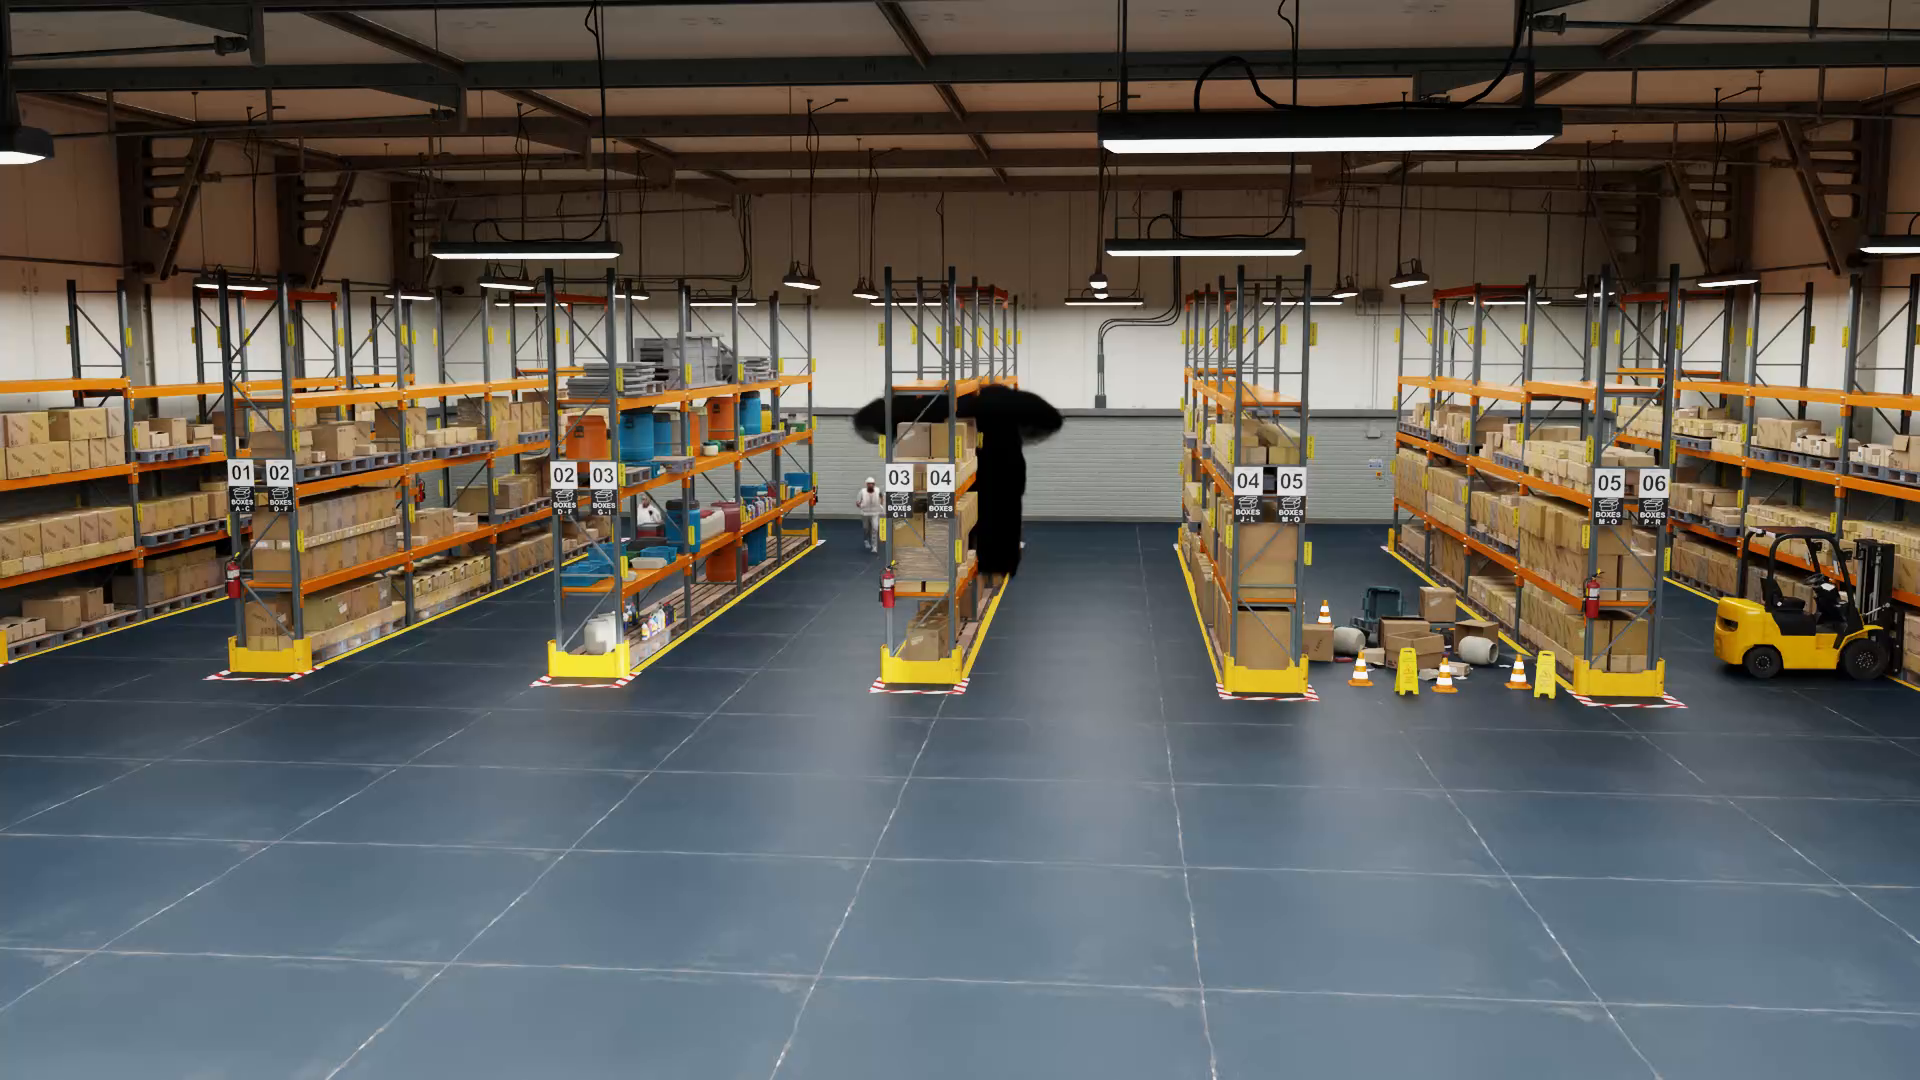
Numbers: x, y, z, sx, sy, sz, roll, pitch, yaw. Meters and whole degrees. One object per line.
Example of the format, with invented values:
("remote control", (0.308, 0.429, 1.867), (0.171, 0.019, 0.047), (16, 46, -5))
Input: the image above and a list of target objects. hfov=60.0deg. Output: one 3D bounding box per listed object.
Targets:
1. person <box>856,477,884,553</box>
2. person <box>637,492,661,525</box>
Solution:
("person", (-2.089, -0.596, 38.660), (0.667, 1.746, 1.079), (-1, 7, -7))
("person", (-6.358, -0.075, 33.549), (0.659, 1.801, 0.654), (0, 7, 1))
